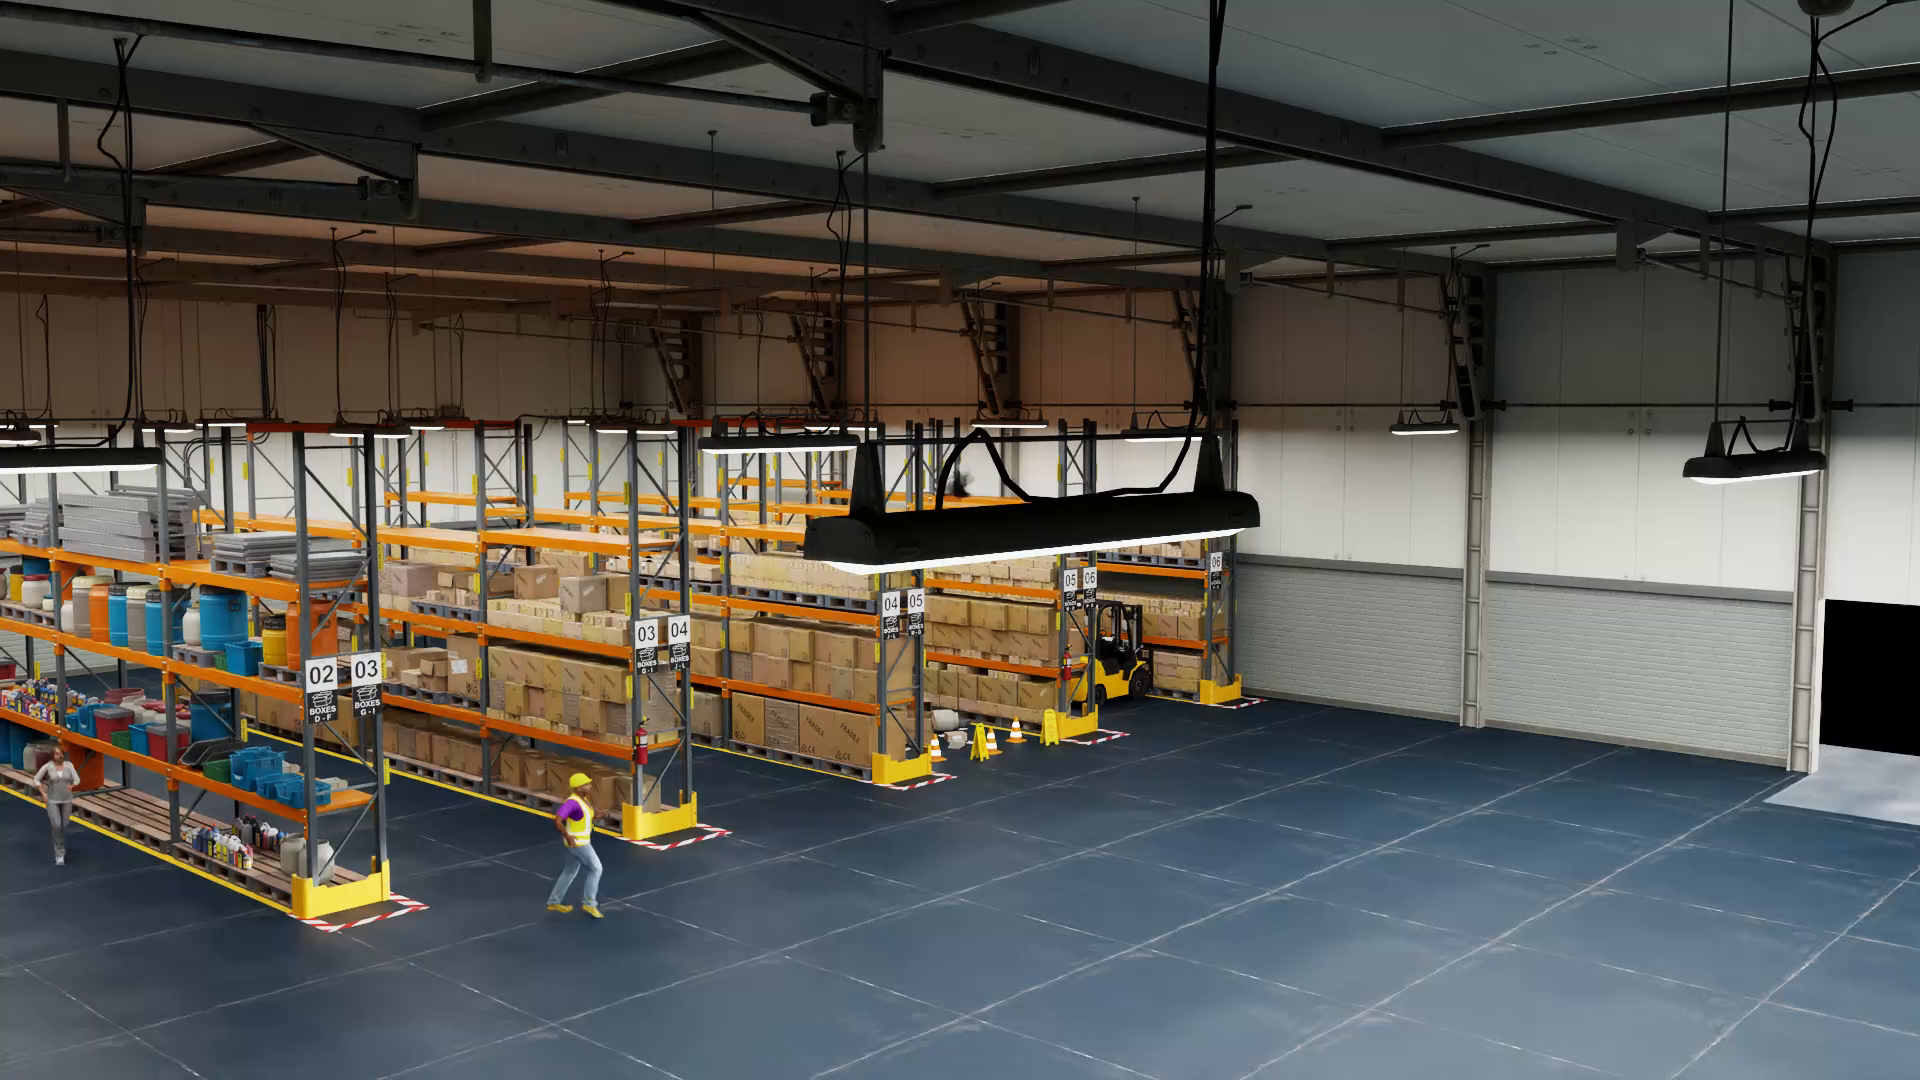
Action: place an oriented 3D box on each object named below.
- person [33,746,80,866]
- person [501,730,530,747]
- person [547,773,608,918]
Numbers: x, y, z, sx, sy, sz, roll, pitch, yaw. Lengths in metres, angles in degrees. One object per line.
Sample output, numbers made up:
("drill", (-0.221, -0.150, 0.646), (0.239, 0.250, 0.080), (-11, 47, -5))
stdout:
("person", (-12.491, 3.708, 23.051), (0.546, 1.564, 0.656), (-4, 6, -43))
("person", (-8.314, 2.937, 30.856), (0.939, 1.708, 0.665), (3, 6, 37))
("person", (-4.729, 3.786, 20.568), (0.767, 1.835, 0.661), (-1, 5, -17))
